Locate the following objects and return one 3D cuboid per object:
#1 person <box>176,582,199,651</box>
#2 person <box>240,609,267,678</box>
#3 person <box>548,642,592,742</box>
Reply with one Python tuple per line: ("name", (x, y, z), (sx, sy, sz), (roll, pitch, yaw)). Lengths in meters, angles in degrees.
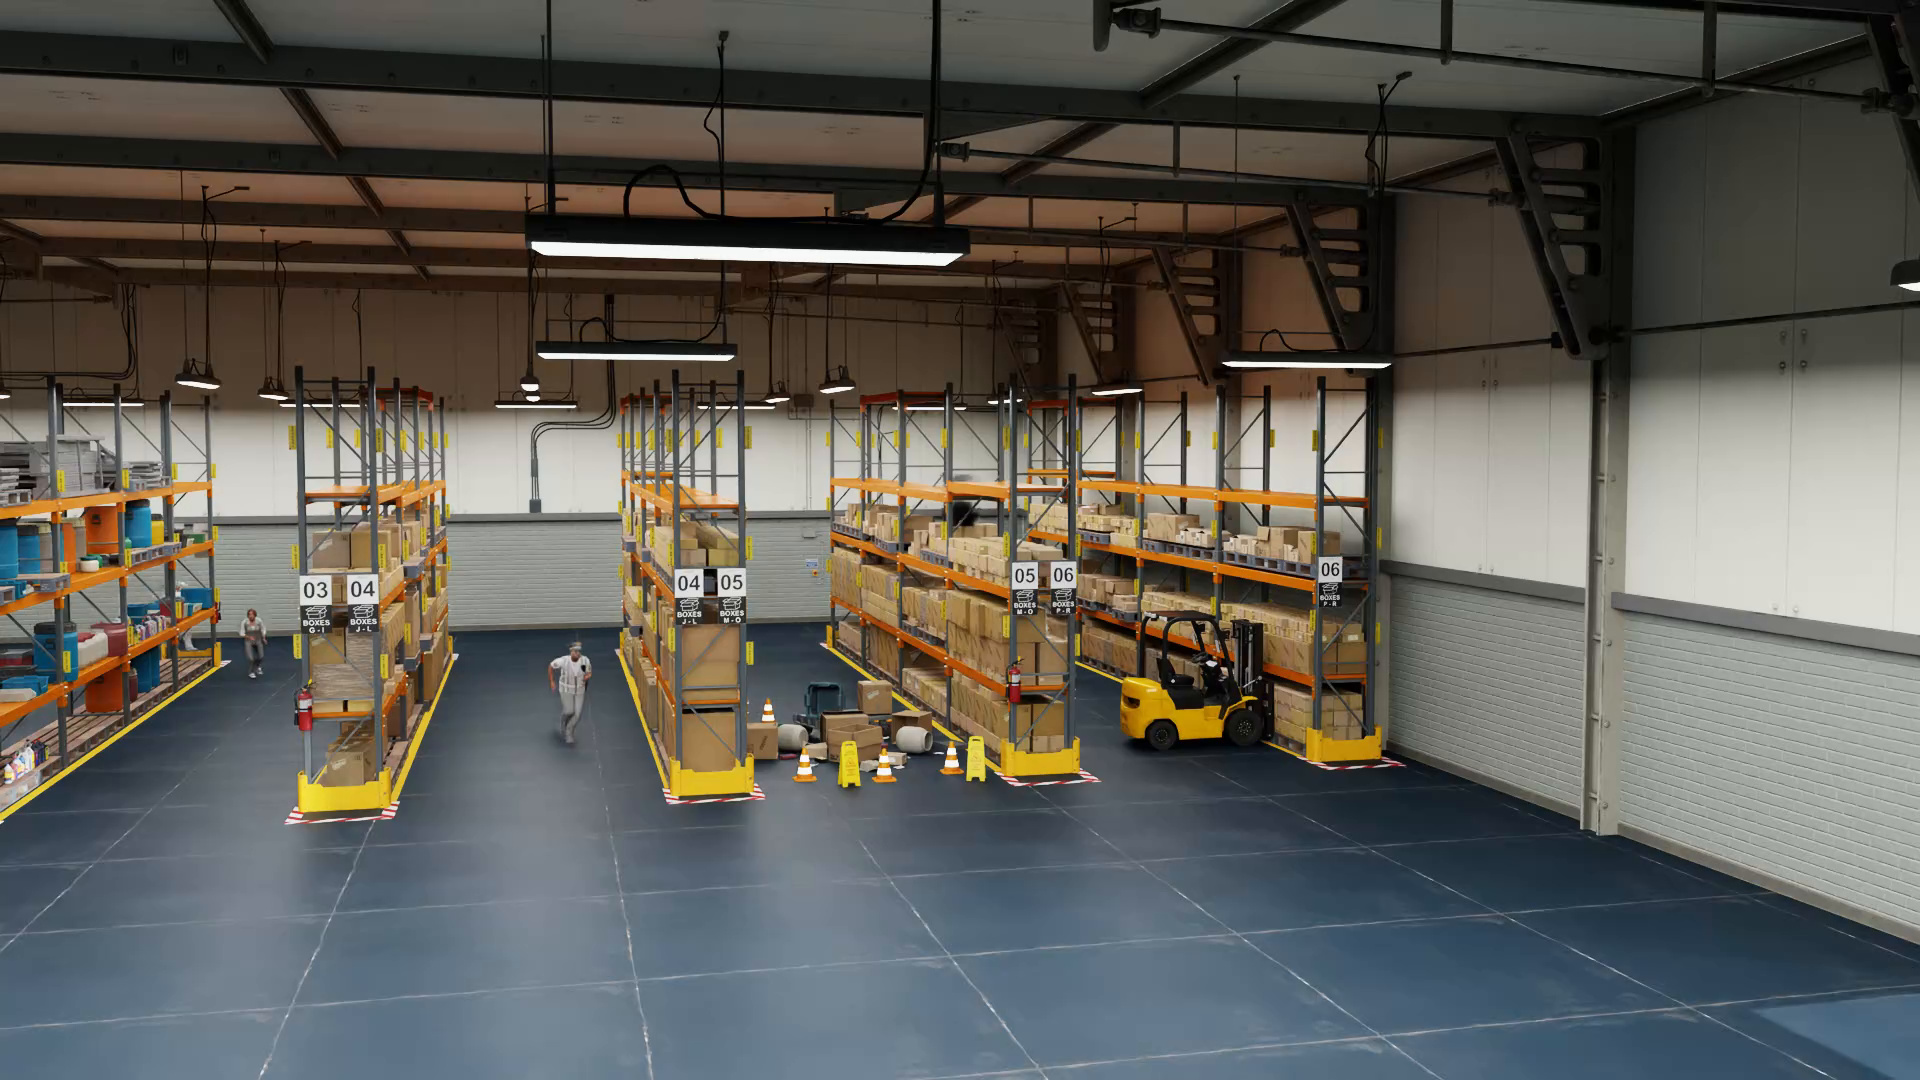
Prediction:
("person", (-18.523, 1.814, 39.487), (0.835, 1.644, 0.603), (0, 3, -3))
("person", (-14.863, 2.177, 34.973), (0.527, 1.491, 0.699), (-2, 4, -29))
("person", (-6.411, 2.519, 27.498), (0.666, 1.700, 0.735), (-2, 4, -31))
